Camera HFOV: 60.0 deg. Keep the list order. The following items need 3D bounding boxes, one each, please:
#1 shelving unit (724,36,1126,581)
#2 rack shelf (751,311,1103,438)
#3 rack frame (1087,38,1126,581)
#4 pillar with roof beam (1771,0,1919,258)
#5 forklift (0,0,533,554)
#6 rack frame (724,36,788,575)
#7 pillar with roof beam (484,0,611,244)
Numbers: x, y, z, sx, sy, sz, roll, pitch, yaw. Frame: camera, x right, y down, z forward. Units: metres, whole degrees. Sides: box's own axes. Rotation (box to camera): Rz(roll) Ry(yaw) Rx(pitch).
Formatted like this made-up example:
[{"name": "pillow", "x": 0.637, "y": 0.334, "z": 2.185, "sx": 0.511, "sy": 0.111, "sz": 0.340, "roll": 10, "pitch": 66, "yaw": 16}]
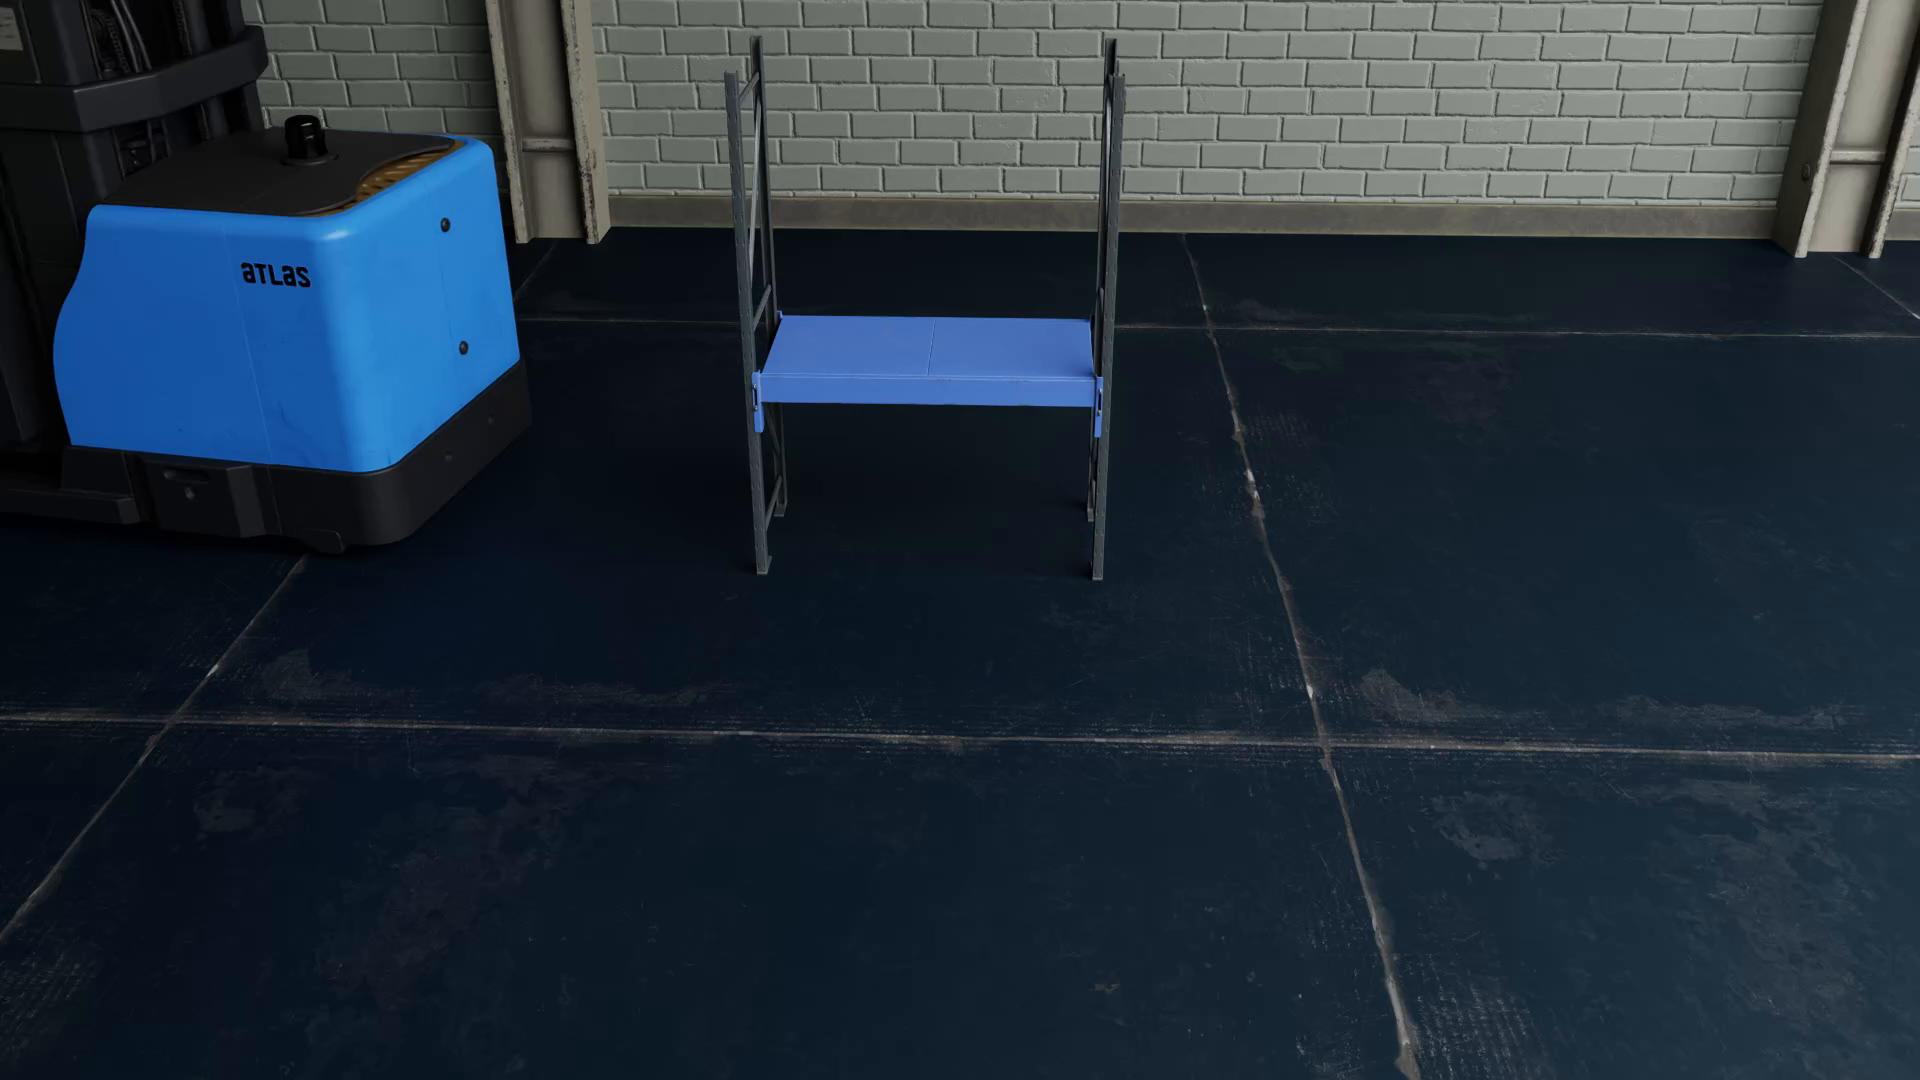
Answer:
[{"name": "shelving unit", "x": -0.085, "y": -0.664, "z": 4.901, "sx": 1.048, "sy": 1.500, "sz": 0.538, "roll": 1, "pitch": 28, "yaw": 2}, {"name": "rack shelf", "x": -0.085, "y": -0.505, "z": 4.986, "sx": 1.000, "sy": 0.185, "sz": 0.538, "roll": 1, "pitch": 28, "yaw": 2}, {"name": "rack frame", "x": 0.423, "y": -0.656, "z": 4.886, "sx": 0.032, "sy": 1.500, "sz": 0.500, "roll": 1, "pitch": 28, "yaw": 2}, {"name": "pillar with roof beam", "x": 3.930, "y": -3.345, "z": 1.952, "sx": 0.400, "sy": 9.000, "sz": 9.100, "roll": 1, "pitch": 28, "yaw": 2}, {"name": "forklift", "x": -3.083, "y": -1.591, "z": 5.123, "sx": 3.031, "sy": 2.935, "sz": 1.130, "roll": 6, "pitch": 28, "yaw": 11}, {"name": "rack frame", "x": -0.593, "y": -0.672, "z": 4.917, "sx": 0.032, "sy": 1.500, "sz": 0.500, "roll": 1, "pitch": 28, "yaw": 2}, {"name": "pillar with roof beam", "x": -2.067, "y": -3.444, "z": 2.139, "sx": 0.400, "sy": 9.000, "sz": 9.100, "roll": 1, "pitch": 28, "yaw": 2}]
